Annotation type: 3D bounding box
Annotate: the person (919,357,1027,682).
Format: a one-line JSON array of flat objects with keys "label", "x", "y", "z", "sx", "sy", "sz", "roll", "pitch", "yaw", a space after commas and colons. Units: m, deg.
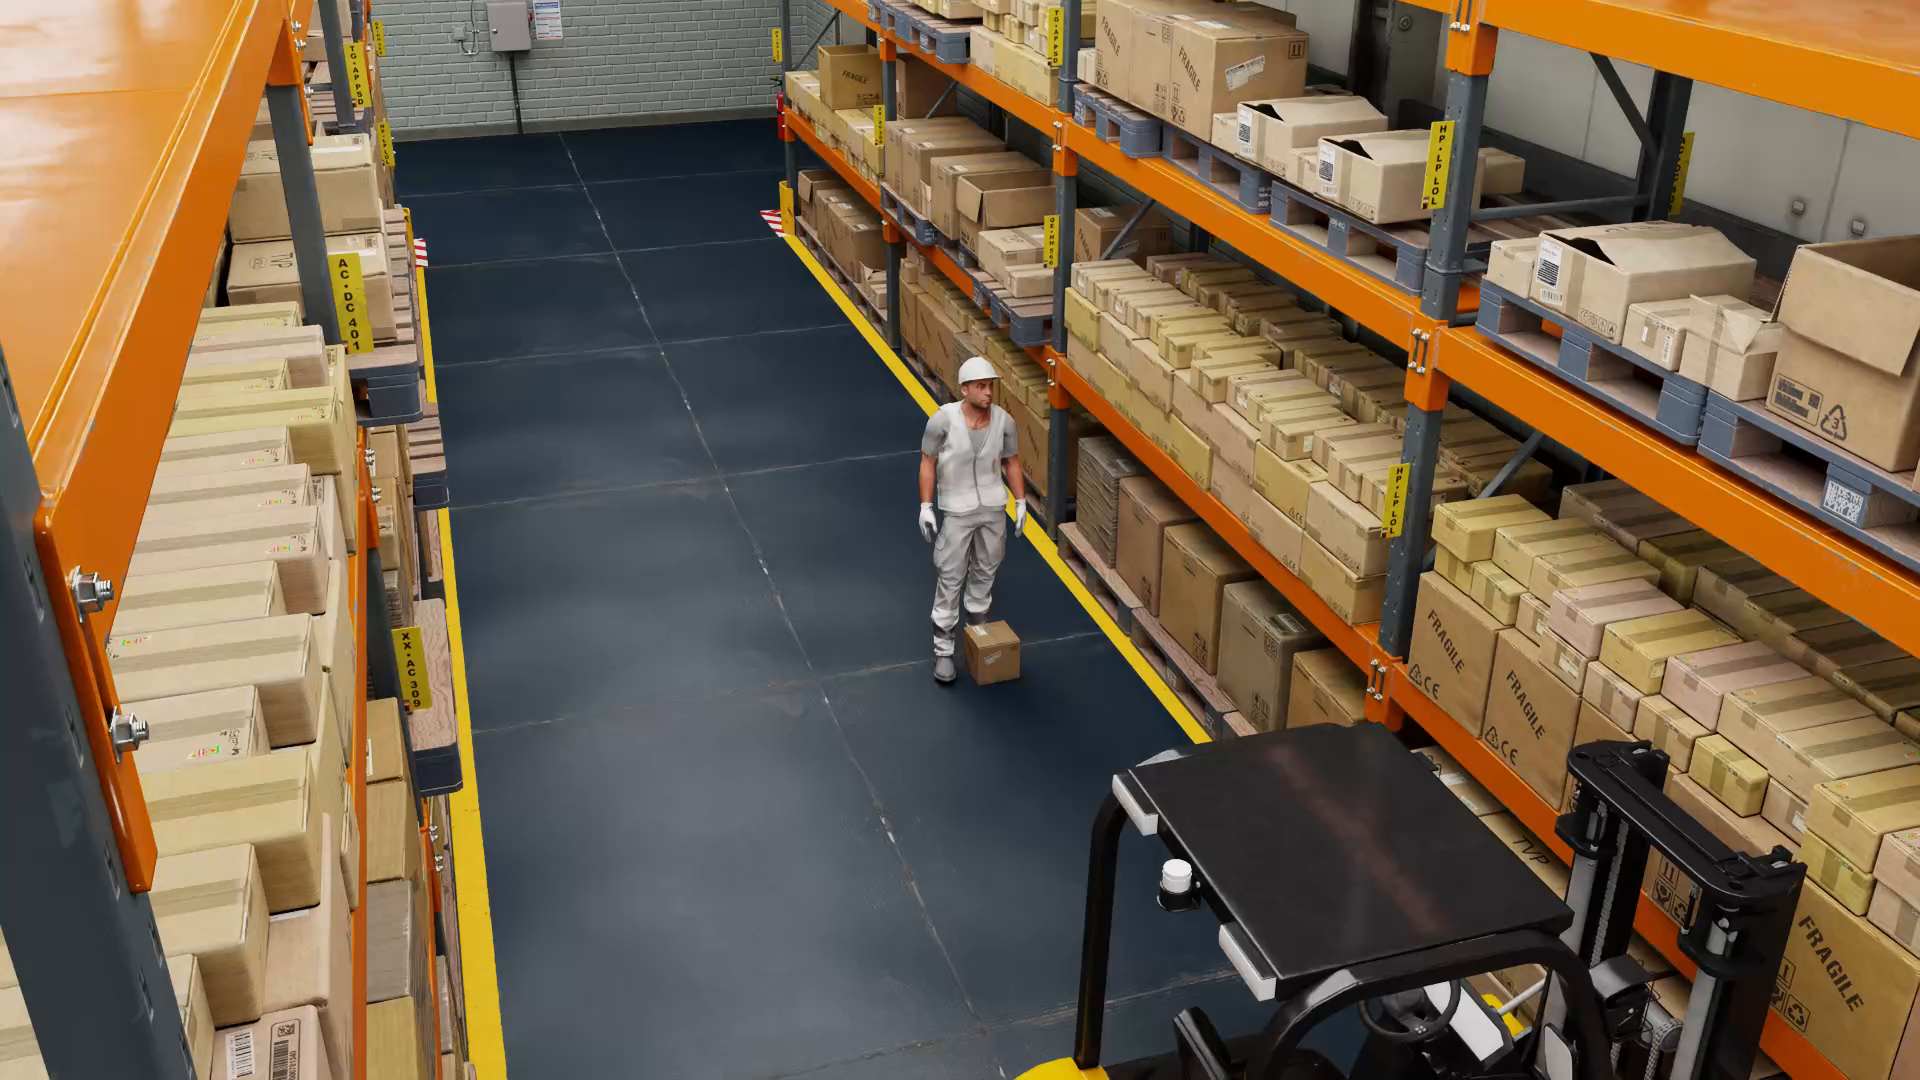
[{"label": "person", "x": 0.089, "y": -0.129, "z": 9.328, "sx": 0.637, "sy": 1.787, "sz": 0.565, "roll": -8, "pitch": 27, "yaw": -16}]
